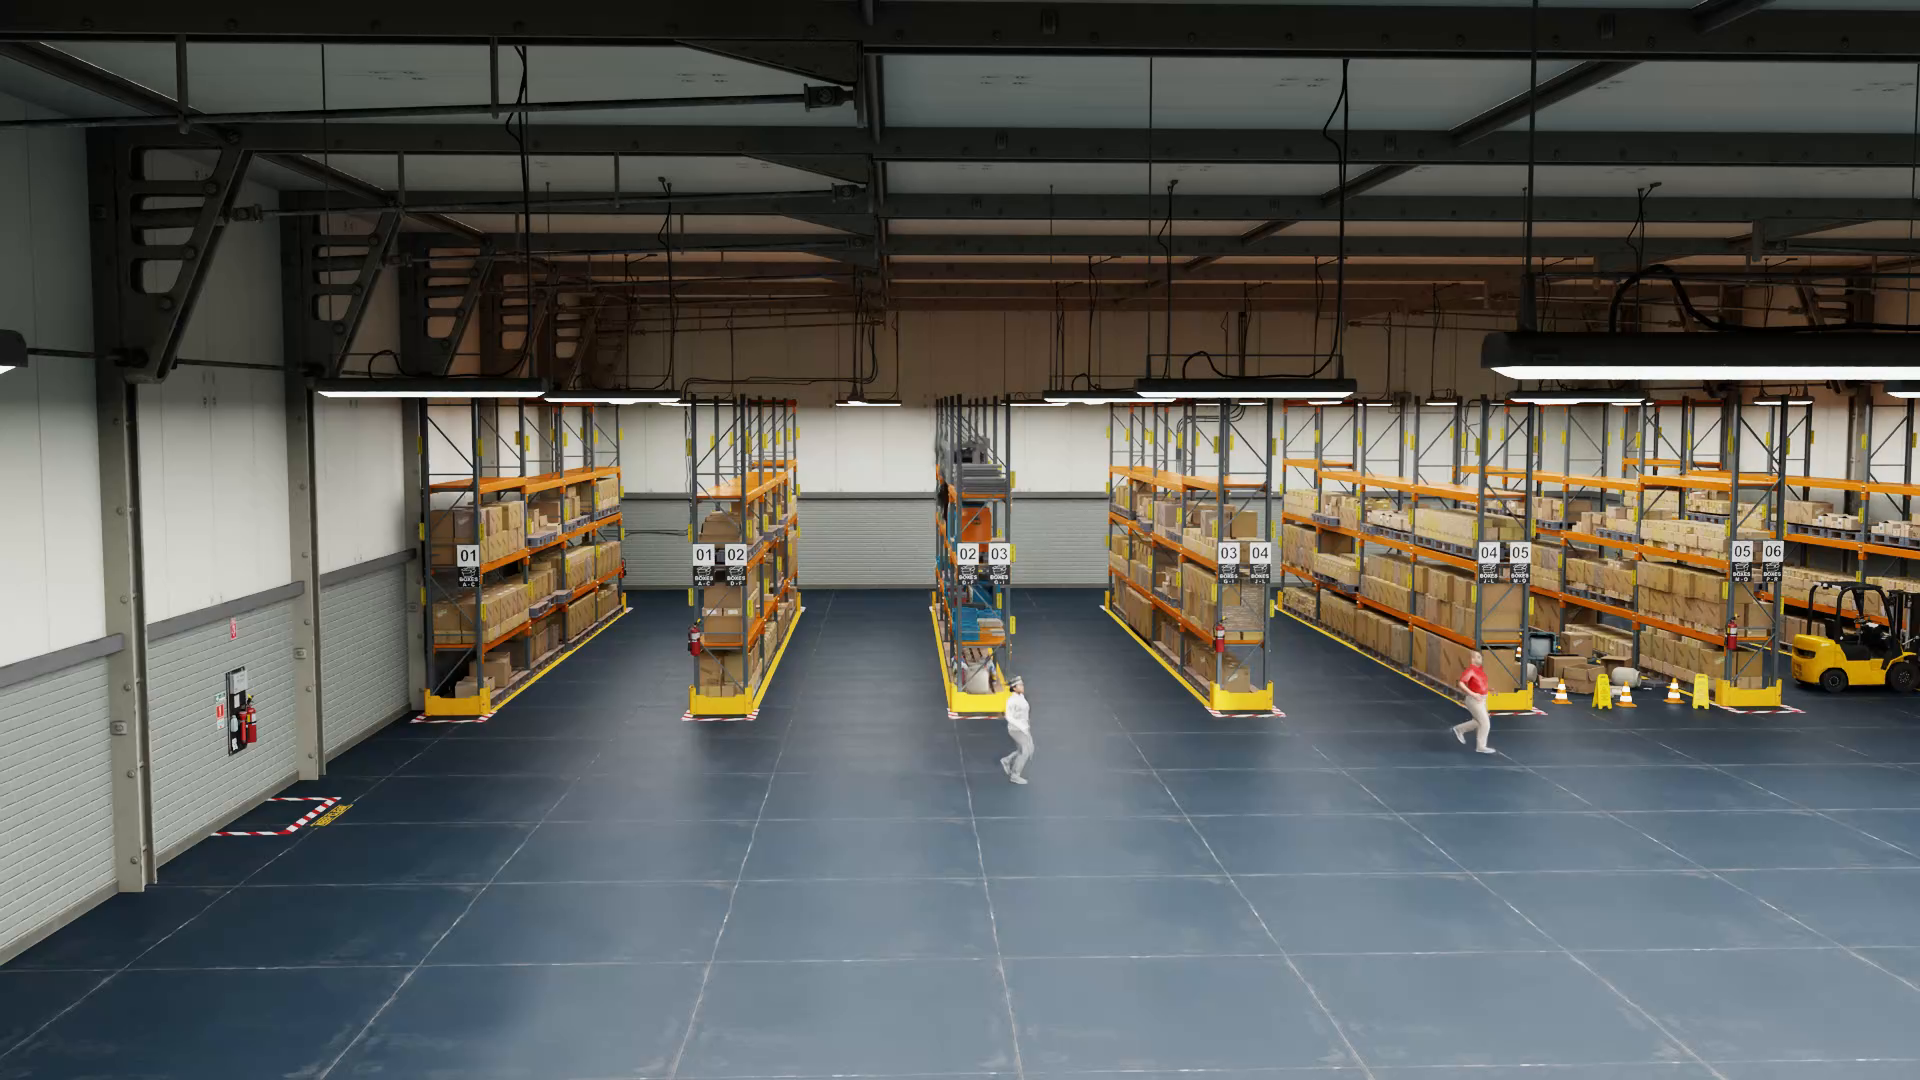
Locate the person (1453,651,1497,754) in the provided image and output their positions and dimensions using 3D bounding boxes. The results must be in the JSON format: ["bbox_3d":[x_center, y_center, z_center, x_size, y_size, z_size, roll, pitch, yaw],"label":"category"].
[{"bbox_3d":[8.600,2.693,27.785,0.758,1.682,0.672,4,6,38],"label":"person"}]

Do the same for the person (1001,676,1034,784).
[{"bbox_3d":[0.861,2.898,25.485,0.508,1.667,0.619,2,5,20],"label":"person"}]
